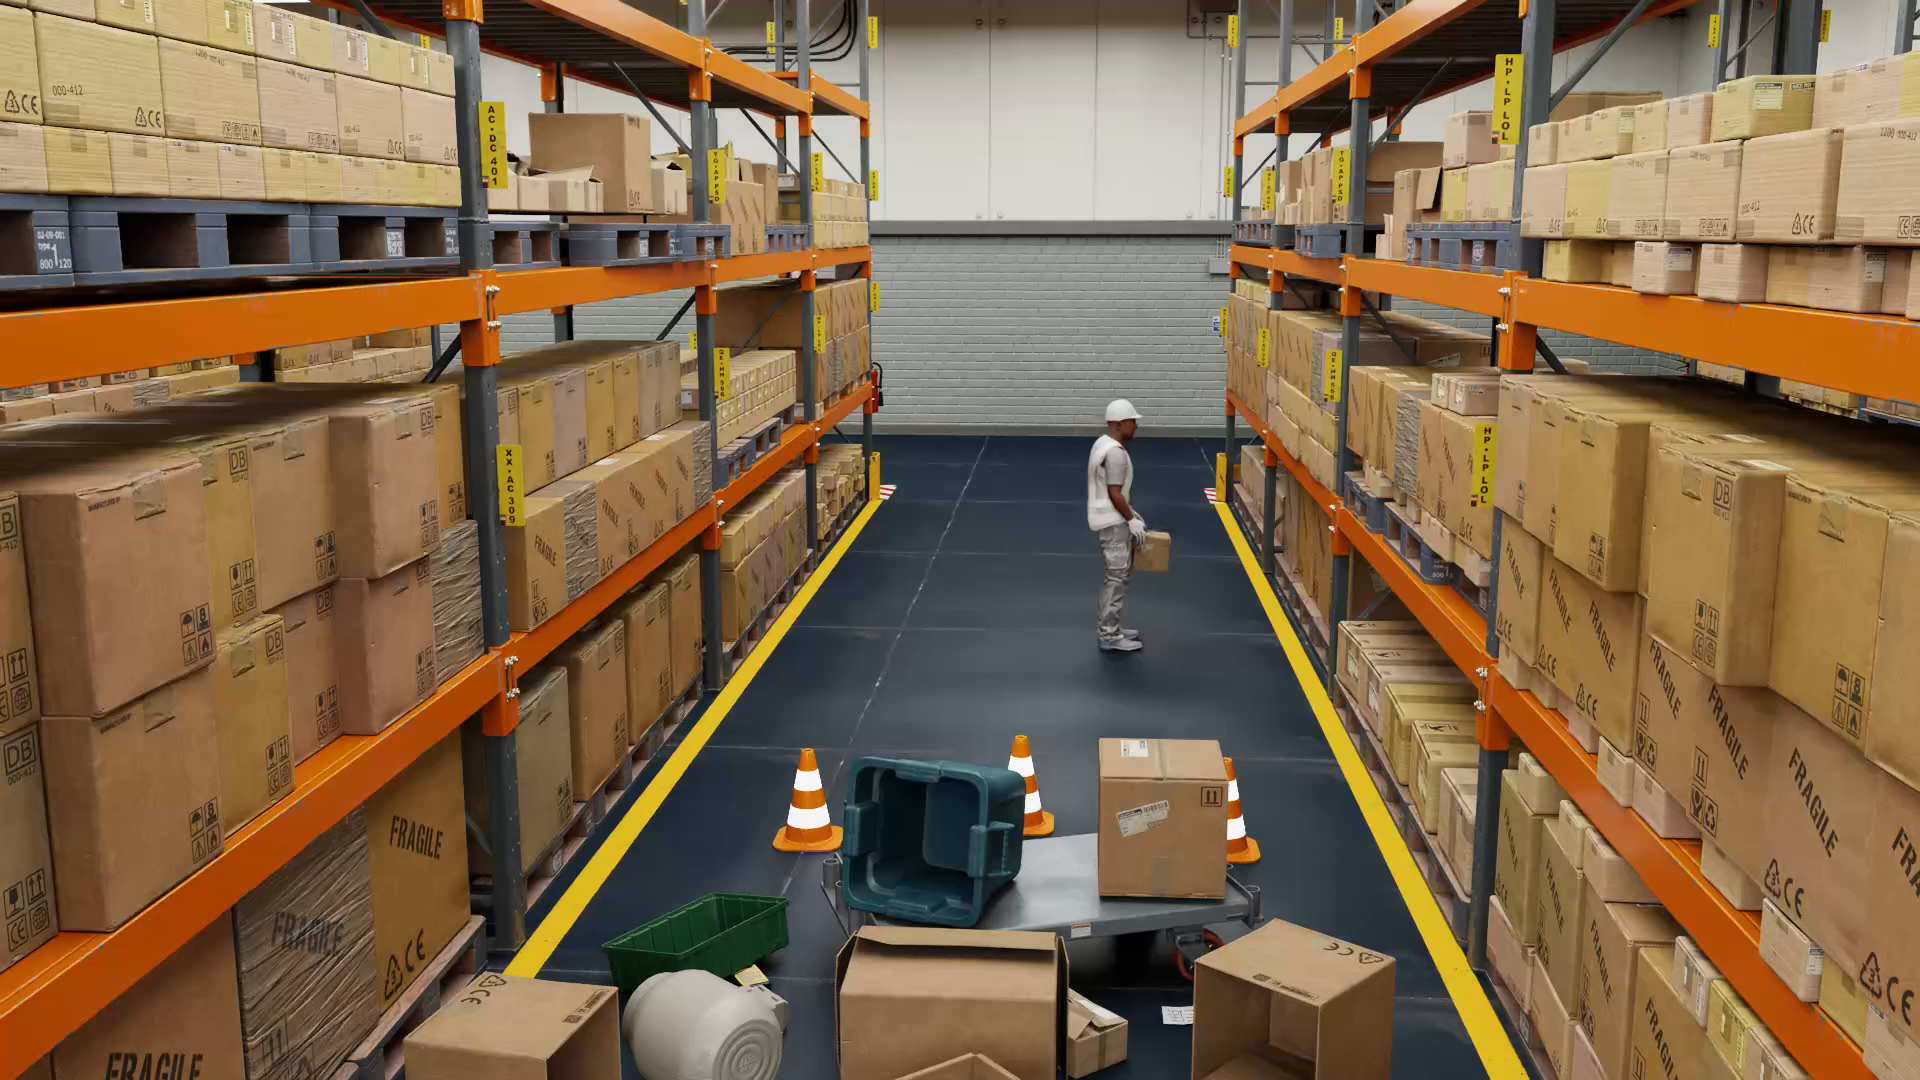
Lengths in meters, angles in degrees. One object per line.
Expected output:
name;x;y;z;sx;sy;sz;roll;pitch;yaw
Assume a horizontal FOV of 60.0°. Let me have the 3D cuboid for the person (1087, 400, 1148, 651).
person;1.131;-0.120;12.005;0.430;1.784;0.564;0;11;3
